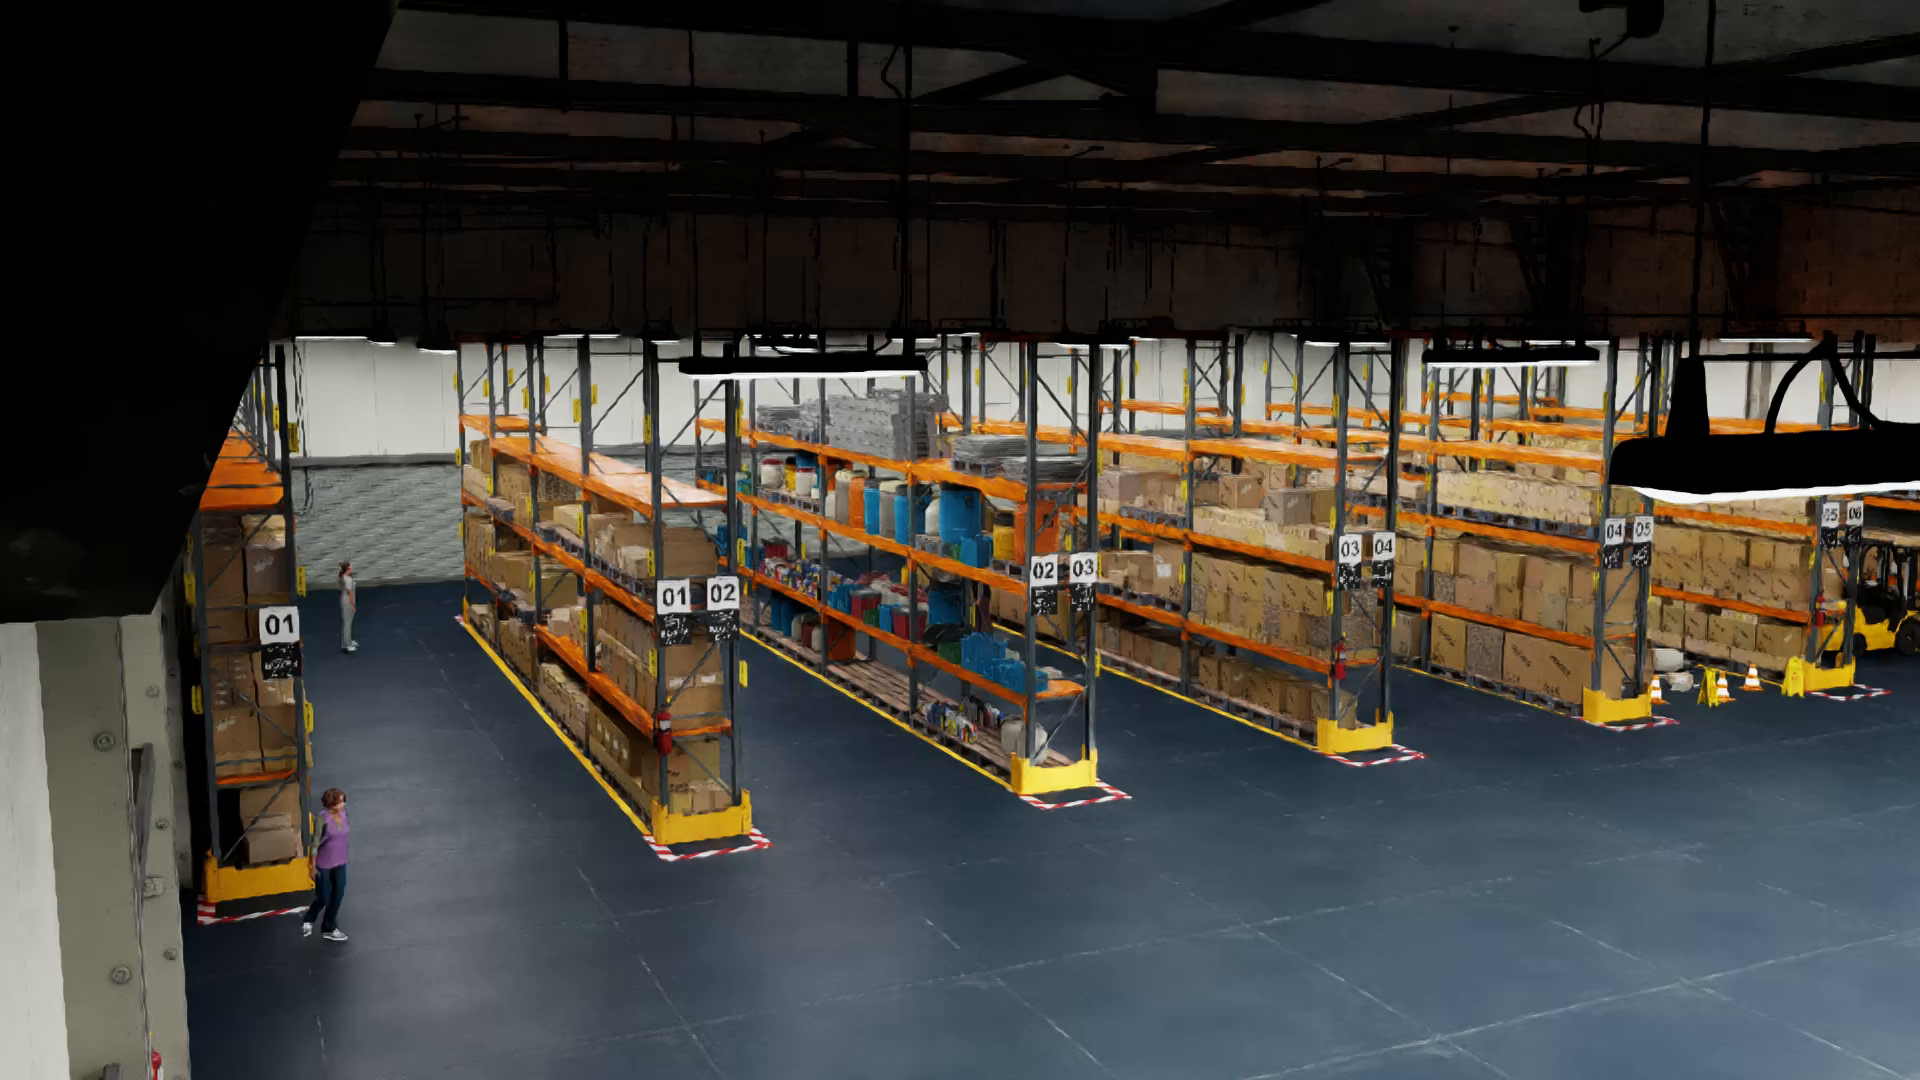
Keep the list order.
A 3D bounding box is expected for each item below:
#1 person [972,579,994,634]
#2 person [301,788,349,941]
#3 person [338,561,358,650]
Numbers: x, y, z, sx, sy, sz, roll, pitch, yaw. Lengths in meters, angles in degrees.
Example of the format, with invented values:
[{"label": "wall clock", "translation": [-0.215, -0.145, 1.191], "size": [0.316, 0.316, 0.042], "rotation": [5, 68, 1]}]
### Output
[{"label": "person", "translation": [0.375, 1.117, 32.305], "size": [0.583, 1.718, 0.630], "rotation": [0, 8, -3]}, {"label": "person", "translation": [-6.455, 3.341, 16.892], "size": [0.500, 1.479, 0.469], "rotation": [4, 9, 27]}, {"label": "person", "translation": [-11.636, 1.226, 31.623], "size": [0.385, 1.678, 0.592], "rotation": [-5, 9, -34]}]
